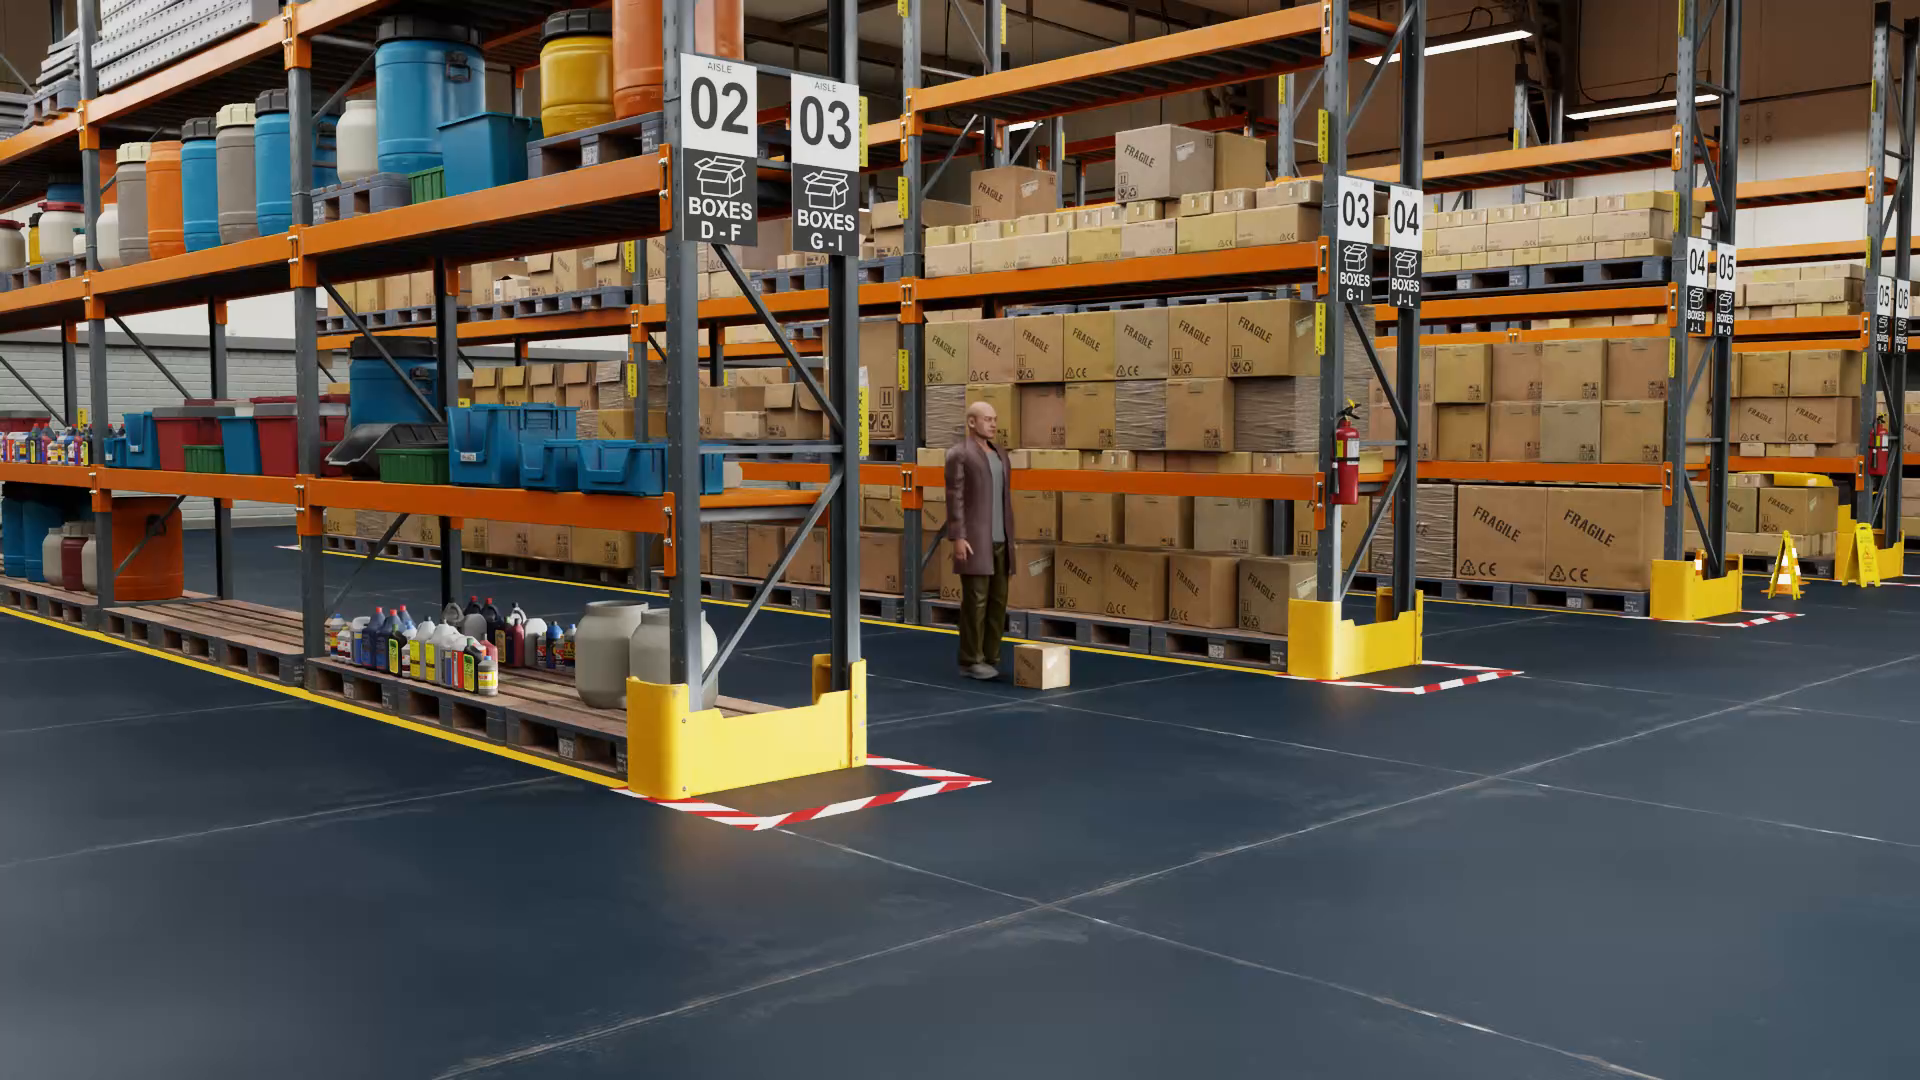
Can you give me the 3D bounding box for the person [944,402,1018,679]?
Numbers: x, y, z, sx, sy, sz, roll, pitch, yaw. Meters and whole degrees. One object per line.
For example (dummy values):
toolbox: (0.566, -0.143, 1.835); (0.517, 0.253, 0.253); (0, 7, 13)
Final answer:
person: (0.149, 0.048, 10.746); (0.584, 1.879, 0.503); (-4, 5, -43)
